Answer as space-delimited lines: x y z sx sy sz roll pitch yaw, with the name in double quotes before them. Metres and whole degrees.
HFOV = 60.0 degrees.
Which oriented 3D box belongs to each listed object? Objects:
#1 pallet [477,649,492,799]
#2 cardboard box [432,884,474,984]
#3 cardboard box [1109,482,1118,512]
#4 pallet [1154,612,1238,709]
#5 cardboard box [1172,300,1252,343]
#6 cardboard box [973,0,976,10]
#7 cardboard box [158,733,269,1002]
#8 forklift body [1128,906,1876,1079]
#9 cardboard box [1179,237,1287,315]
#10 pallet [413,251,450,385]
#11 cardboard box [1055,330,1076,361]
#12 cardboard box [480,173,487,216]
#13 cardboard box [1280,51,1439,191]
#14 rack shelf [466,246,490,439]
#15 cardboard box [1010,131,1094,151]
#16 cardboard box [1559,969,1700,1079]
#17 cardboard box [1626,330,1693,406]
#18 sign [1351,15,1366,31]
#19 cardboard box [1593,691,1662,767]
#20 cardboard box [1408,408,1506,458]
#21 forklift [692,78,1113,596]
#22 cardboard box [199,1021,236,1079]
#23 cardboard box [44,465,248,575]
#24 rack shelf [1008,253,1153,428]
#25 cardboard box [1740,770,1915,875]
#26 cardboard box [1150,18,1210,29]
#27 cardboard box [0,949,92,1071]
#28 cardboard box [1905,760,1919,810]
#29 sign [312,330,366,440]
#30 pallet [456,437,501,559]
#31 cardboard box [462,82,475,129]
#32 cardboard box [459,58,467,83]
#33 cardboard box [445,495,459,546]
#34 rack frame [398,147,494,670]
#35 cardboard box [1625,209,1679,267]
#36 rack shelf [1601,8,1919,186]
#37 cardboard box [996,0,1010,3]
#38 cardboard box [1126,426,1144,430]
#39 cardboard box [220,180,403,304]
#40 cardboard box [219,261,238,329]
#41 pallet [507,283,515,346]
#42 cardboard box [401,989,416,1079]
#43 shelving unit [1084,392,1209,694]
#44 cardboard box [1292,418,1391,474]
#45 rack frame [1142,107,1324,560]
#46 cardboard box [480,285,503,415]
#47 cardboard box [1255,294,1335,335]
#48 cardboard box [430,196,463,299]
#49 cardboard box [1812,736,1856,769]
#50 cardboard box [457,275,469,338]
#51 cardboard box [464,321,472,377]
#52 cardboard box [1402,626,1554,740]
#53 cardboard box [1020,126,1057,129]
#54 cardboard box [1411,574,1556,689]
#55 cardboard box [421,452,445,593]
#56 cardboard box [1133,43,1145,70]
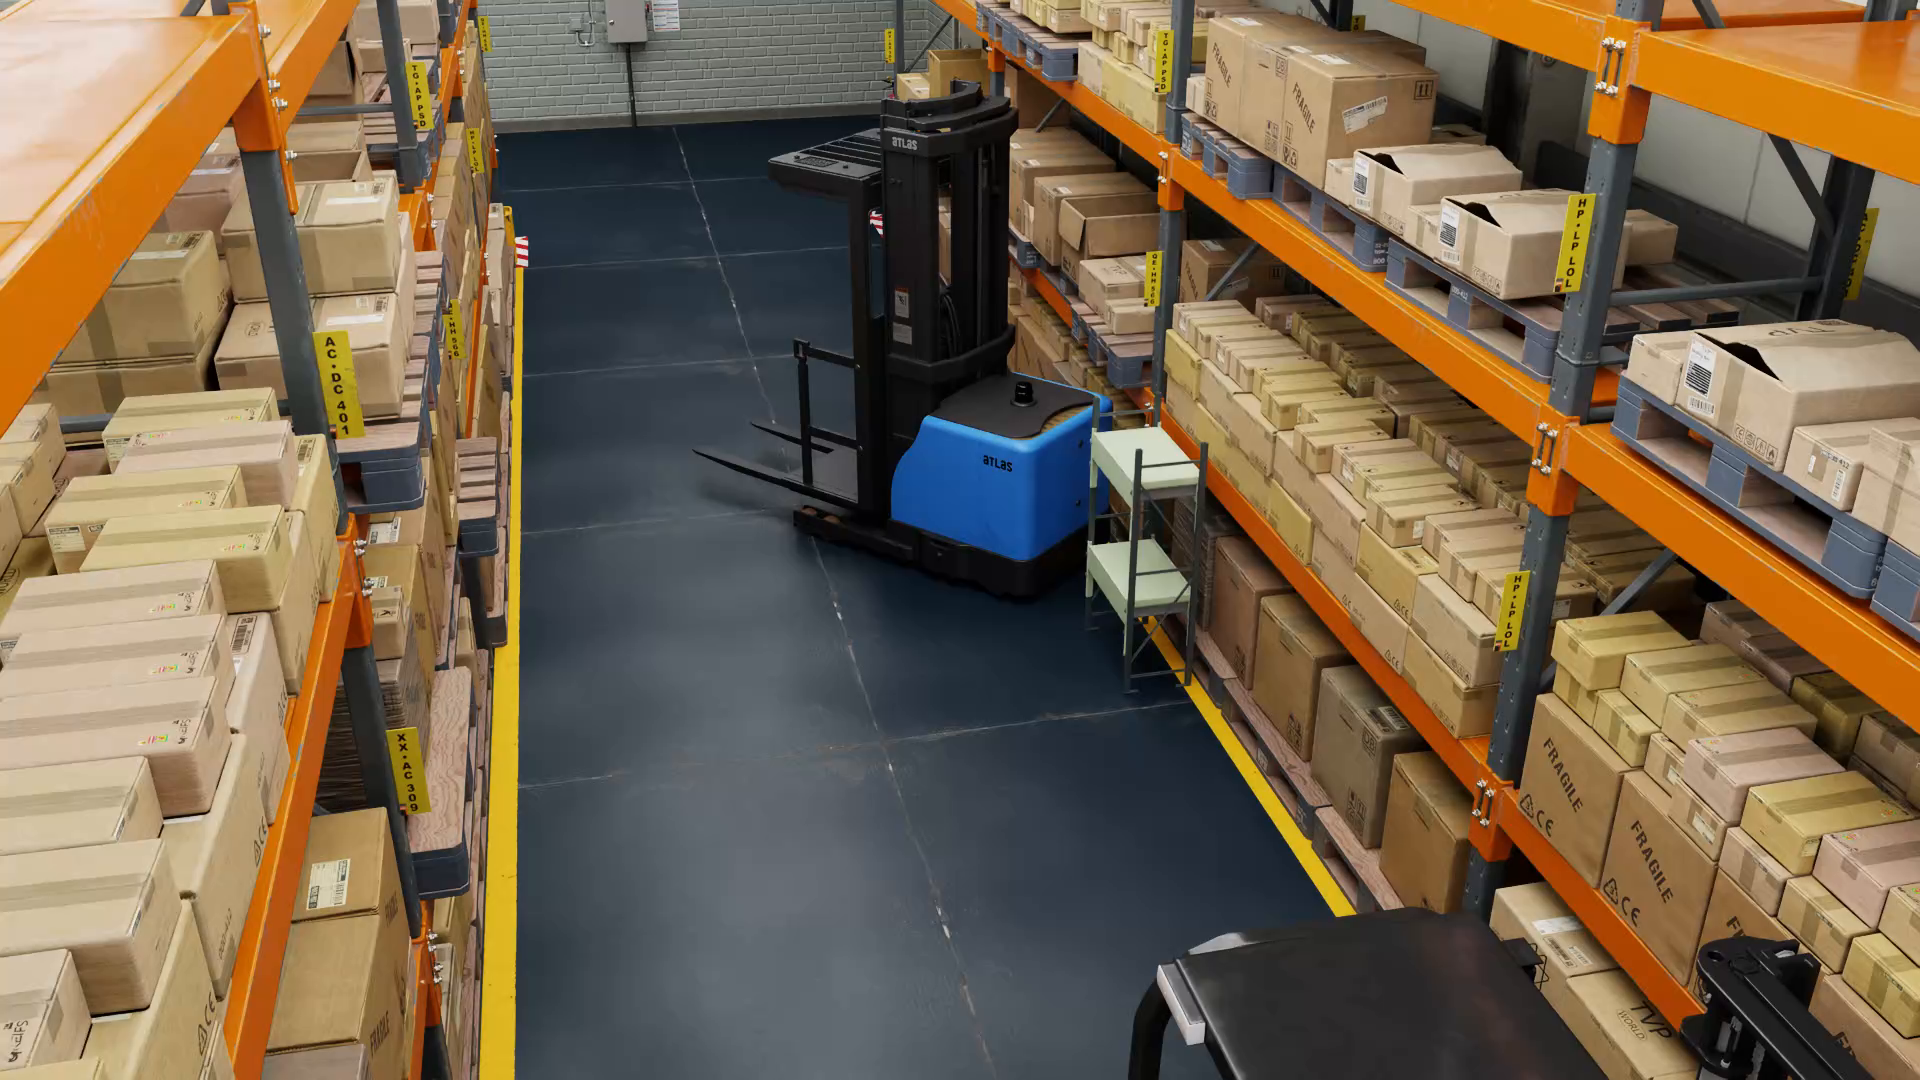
"pallet" -3.025 1.021 8.840 1.003 0.211 1.213 -6 27 -12
"cardboard box" -2.584 1.629 6.990 0.950 0.372 0.625 -4 27 -8
"cardboard box" 1.229 -0.529 11.124 0.500 0.500 0.500 -6 27 -12
"pallet" 1.783 0.537 9.798 1.003 0.211 1.213 -6 27 -12
"cardboard box" 1.421 -1.237 9.388 0.380 0.149 0.250 -5 27 -10
"cardboard box" 0.314 -4.292 13.220 0.380 0.149 0.250 -6 27 -12
"cardboard box" -1.591 0.619 3.049 0.500 0.250 0.500 -5 27 -10
"forklift body" 1.234 2.171 4.409 2.313 2.155 1.214 -6 27 -12
"cardboard box" 1.672 -1.547 10.255 0.500 0.500 0.500 -5 27 -9
"pallet" -2.570 -0.803 6.238 1.213 0.211 1.003 -6 27 -12
"cardboard box" 0.911 -1.439 12.206 0.380 0.149 0.250 -5 27 -10
"cardboard box" -4.061 -2.822 13.247 0.500 0.500 0.500 -6 27 -11
"cardboard box" 1.791 -1.899 7.513 0.500 0.500 0.500 -5 27 -10
"rack shelf" -3.650 -1.124 10.793 1.077 0.370 4.000 -6 27 -12
"cardboard box" 0.626 -2.826 12.789 0.700 0.500 0.500 -5 27 -10
"cardboard box" 2.446 1.747 5.783 0.500 0.250 0.500 -6 27 -12
"cardboard box" 2.343 -0.548 5.226 0.380 0.149 0.250 -5 27 -11
"sign" 2.179 -2.731 9.187 0.100 0.325 0.005 -6 27 -12
"cardboard box" 2.413 0.629 5.690 0.380 0.149 0.250 -5 27 -10
"cardboard box" 2.369 -0.501 7.930 0.380 0.149 0.250 -6 27 -11
"forklift" -0.503 -1.476 10.767 3.031 2.935 1.130 18 32 32
"cardboard box" -1.450 0.972 2.791 0.380 0.149 0.250 -6 27 -11
"cardboard box" -1.909 -0.047 3.926 0.380 0.149 0.250 -5 27 -10
"rack shelf" 1.185 -1.630 11.795 1.077 0.370 4.000 -6 27 -12
"cardboard box" 2.576 0.838 4.947 0.380 0.149 0.250 -6 27 -12
"cardboard box" 1.314 -2.903 9.584 0.380 0.149 0.250 -7 28 -13
"cardboard box" -1.479 0.743 2.360 0.380 0.149 0.250 -6 27 -12
"cardboard box" 3.149 0.774 5.073 0.380 0.149 0.250 -6 27 -12
"sign" -1.771 -0.440 4.736 0.100 0.325 0.005 -6 27 -12
"pallet" -2.935 -0.180 8.336 1.213 0.211 1.003 -6 27 -12
"cardboard box" -4.080 -3.270 13.026 0.500 0.500 0.500 -6 27 -12
"cardboard box" -4.119 -3.722 13.202 0.380 0.149 0.250 -7 28 -13
"cardboard box" -2.540 -0.075 7.730 0.380 0.149 0.250 -5 27 -11
"rack frame" -3.199 -0.567 8.891 1.000 3.000 0.127 -6 27 -12
"cardboard box" 2.537 -1.168 6.455 0.380 0.149 0.250 -6 27 -12
"rack shelf" 2.988 -0.617 3.575 1.077 0.370 4.000 -6 27 -12
"cardboard box" 0.439 -3.999 12.064 0.380 0.149 0.250 -6 27 -11
"cardboard box" 1.278 -0.625 10.594 0.380 0.149 0.250 -7 28 -14
"cardboard box" -2.161 -1.009 5.583 0.500 0.250 0.500 -7 28 -13
"cardboard box" -2.680 -0.735 5.596 0.500 0.250 0.500 -6 27 -11
"pallet" -4.474 -1.957 14.739 1.003 0.211 1.213 -6 27 -12
"cardboard box" -1.865 1.520 5.035 0.380 0.149 0.250 -5 27 -10
"shelving unit" 1.031 0.014 9.403 0.431 1.500 0.755 -6 27 -12
"cardboard box" 1.792 -0.445 7.818 0.380 0.149 0.250 -7 28 -13
"rack frame" 1.636 -1.073 9.893 1.000 3.000 0.127 -6 27 -12
"cardboard box" -3.883 -1.298 12.231 0.875 0.875 0.875 -5 27 -10
"cardboard box" 1.906 -1.285 9.482 0.380 0.149 0.250 -5 27 -10
"cardboard box" -3.295 -1.745 10.004 0.500 0.500 0.500 -5 27 -10
"cardboard box" 3.002 0.687 5.575 0.380 0.149 0.250 -5 27 -10
"cardboard box" -3.288 -1.418 10.189 0.500 0.250 0.500 -6 27 -12
"cardboard box" -3.310 -1.195 10.302 0.500 0.250 0.500 -5 27 -10
"cardboard box" 2.169 0.555 6.834 0.500 0.250 0.500 -5 27 -10
"cardboard box" 0.652 -3.586 14.708 0.500 0.250 0.500 -5 27 -10
"cardboard box" 2.178 0.337 6.711 0.500 0.250 0.500 -7 28 -13
"cardboard box" -2.462 -0.074 7.006 0.500 0.500 0.500 -7 28 -14
"cardboard box" 1.248 -2.888 9.884 0.380 0.149 0.250 -5 27 -10
